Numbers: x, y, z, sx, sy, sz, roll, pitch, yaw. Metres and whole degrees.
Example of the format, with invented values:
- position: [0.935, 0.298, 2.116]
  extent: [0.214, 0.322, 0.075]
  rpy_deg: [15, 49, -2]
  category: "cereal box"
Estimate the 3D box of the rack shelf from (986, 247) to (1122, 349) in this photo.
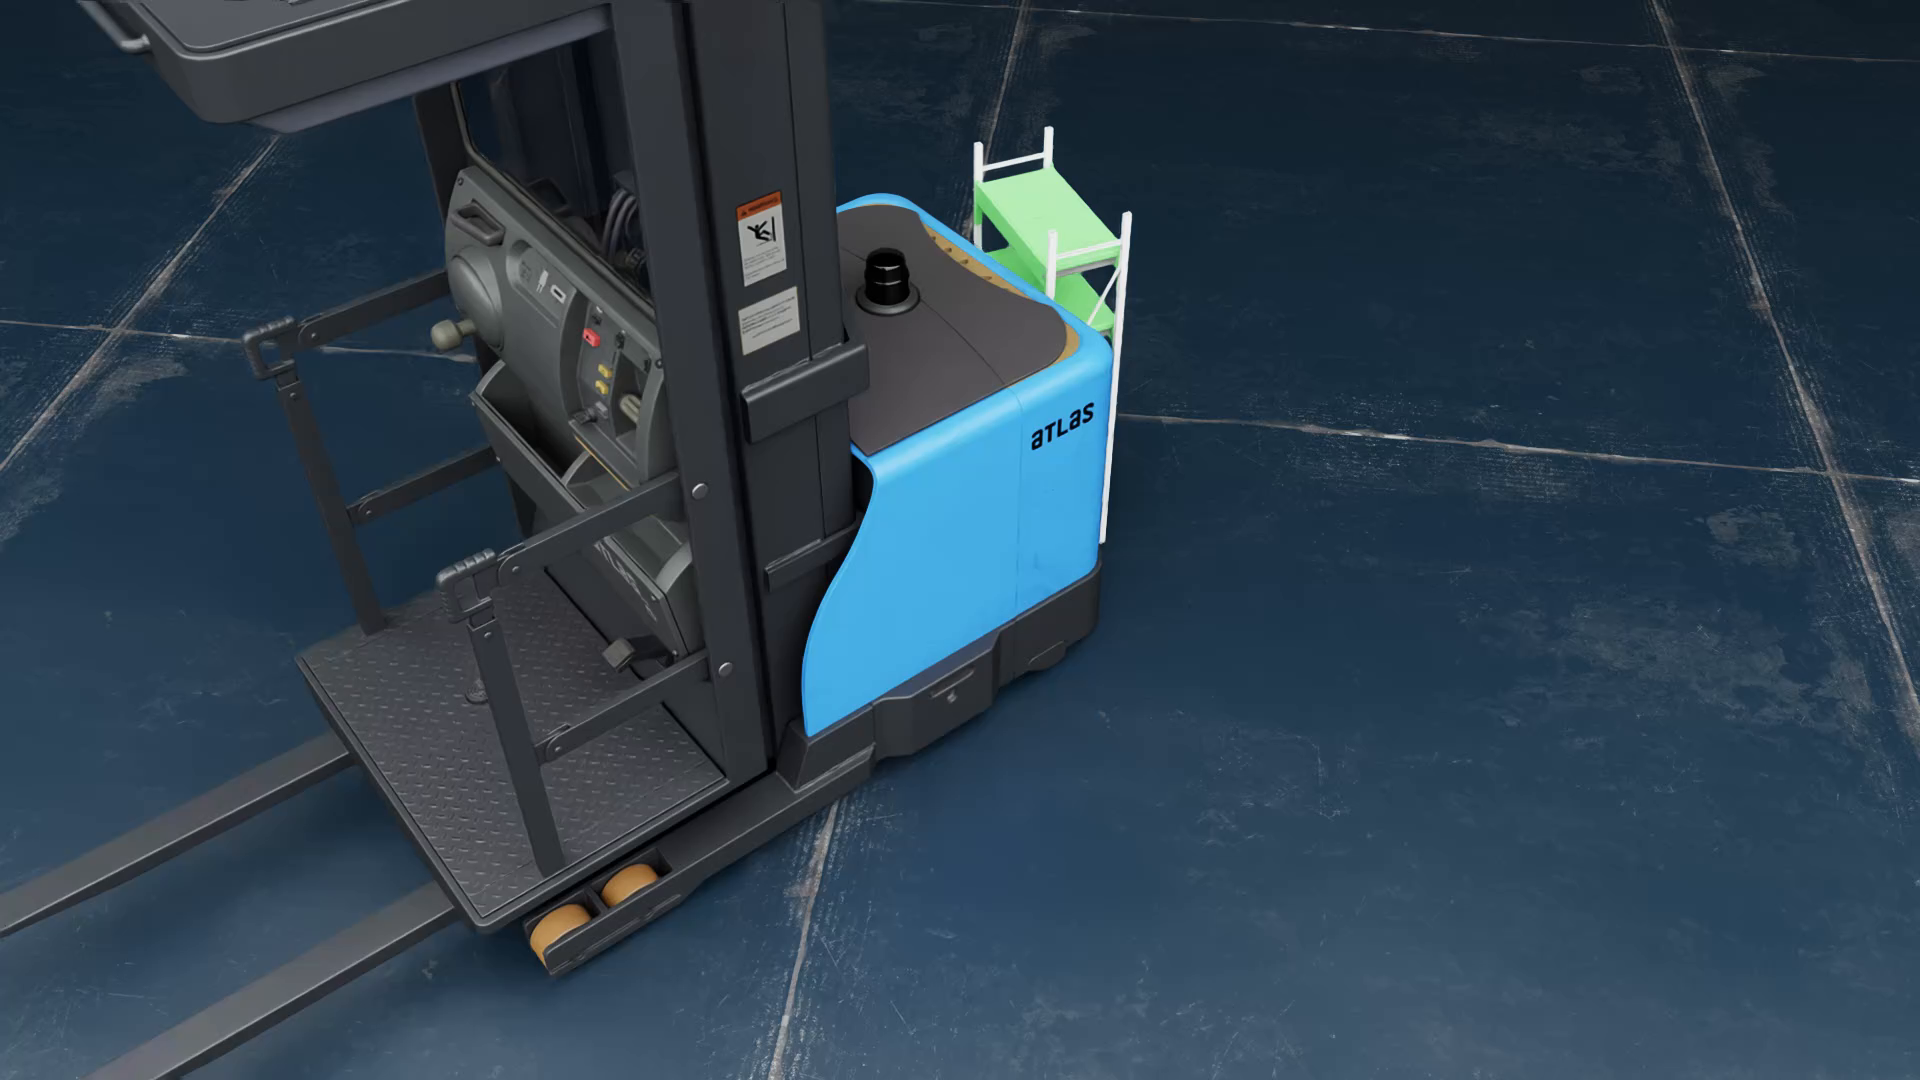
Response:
- position: [0.248, -0.684, 4.844]
  extent: [0.258, 0.148, 0.480]
  rpy_deg: [-16, 46, -17]
  category: "rack shelf"

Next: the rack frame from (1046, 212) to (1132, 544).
- position: [0.344, -0.402, 4.802]
  extent: [0.240, 1.200, 0.015]
  rpy_deg: [-16, 46, -17]
  category: "rack frame"

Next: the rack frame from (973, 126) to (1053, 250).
- position: [0.153, -0.711, 5.128]
  extent: [0.240, 1.200, 0.015]
  rpy_deg: [-16, 46, -17]
  category: "rack frame"

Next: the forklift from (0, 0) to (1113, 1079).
- position: [-1.061, -0.412, 3.553]
  extent: [3.031, 2.935, 1.130]
  rpy_deg: [-29, 50, -27]
  category: "forklift"

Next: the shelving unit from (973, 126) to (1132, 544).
- position: [0.248, -0.557, 4.965]
  extent: [0.258, 1.200, 0.503]
  rpy_deg: [-16, 46, -17]
  category: "shelving unit"

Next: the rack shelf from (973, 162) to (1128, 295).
- position: [0.248, -0.859, 4.679]
  extent: [0.258, 0.148, 0.480]
  rpy_deg: [-16, 46, -17]
  category: "rack shelf"
